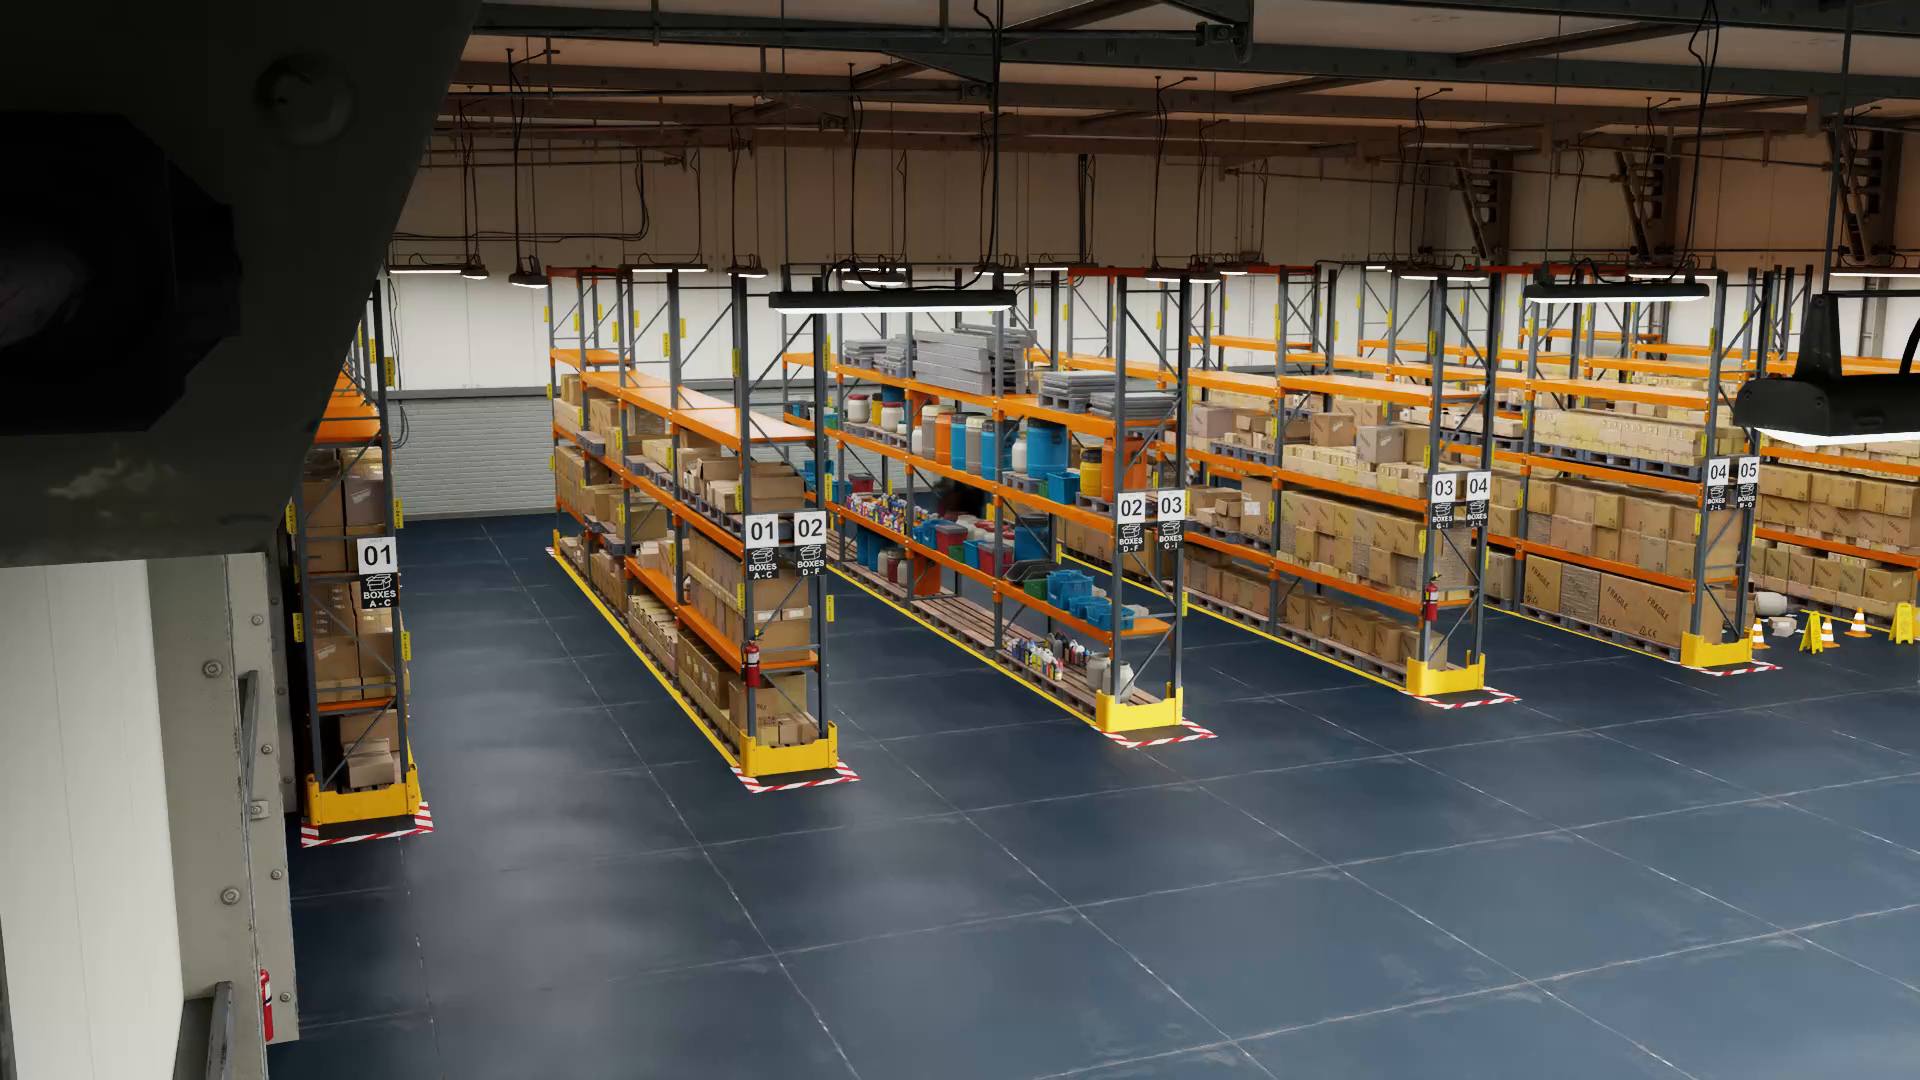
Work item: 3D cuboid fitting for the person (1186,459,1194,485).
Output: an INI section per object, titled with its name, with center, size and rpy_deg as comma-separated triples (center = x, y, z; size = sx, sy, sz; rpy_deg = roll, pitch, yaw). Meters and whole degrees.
[person]
center = 4.990, -1.046, 37.899
size = 0.661, 1.712, 0.820
rpy_deg = -5, 11, -28
